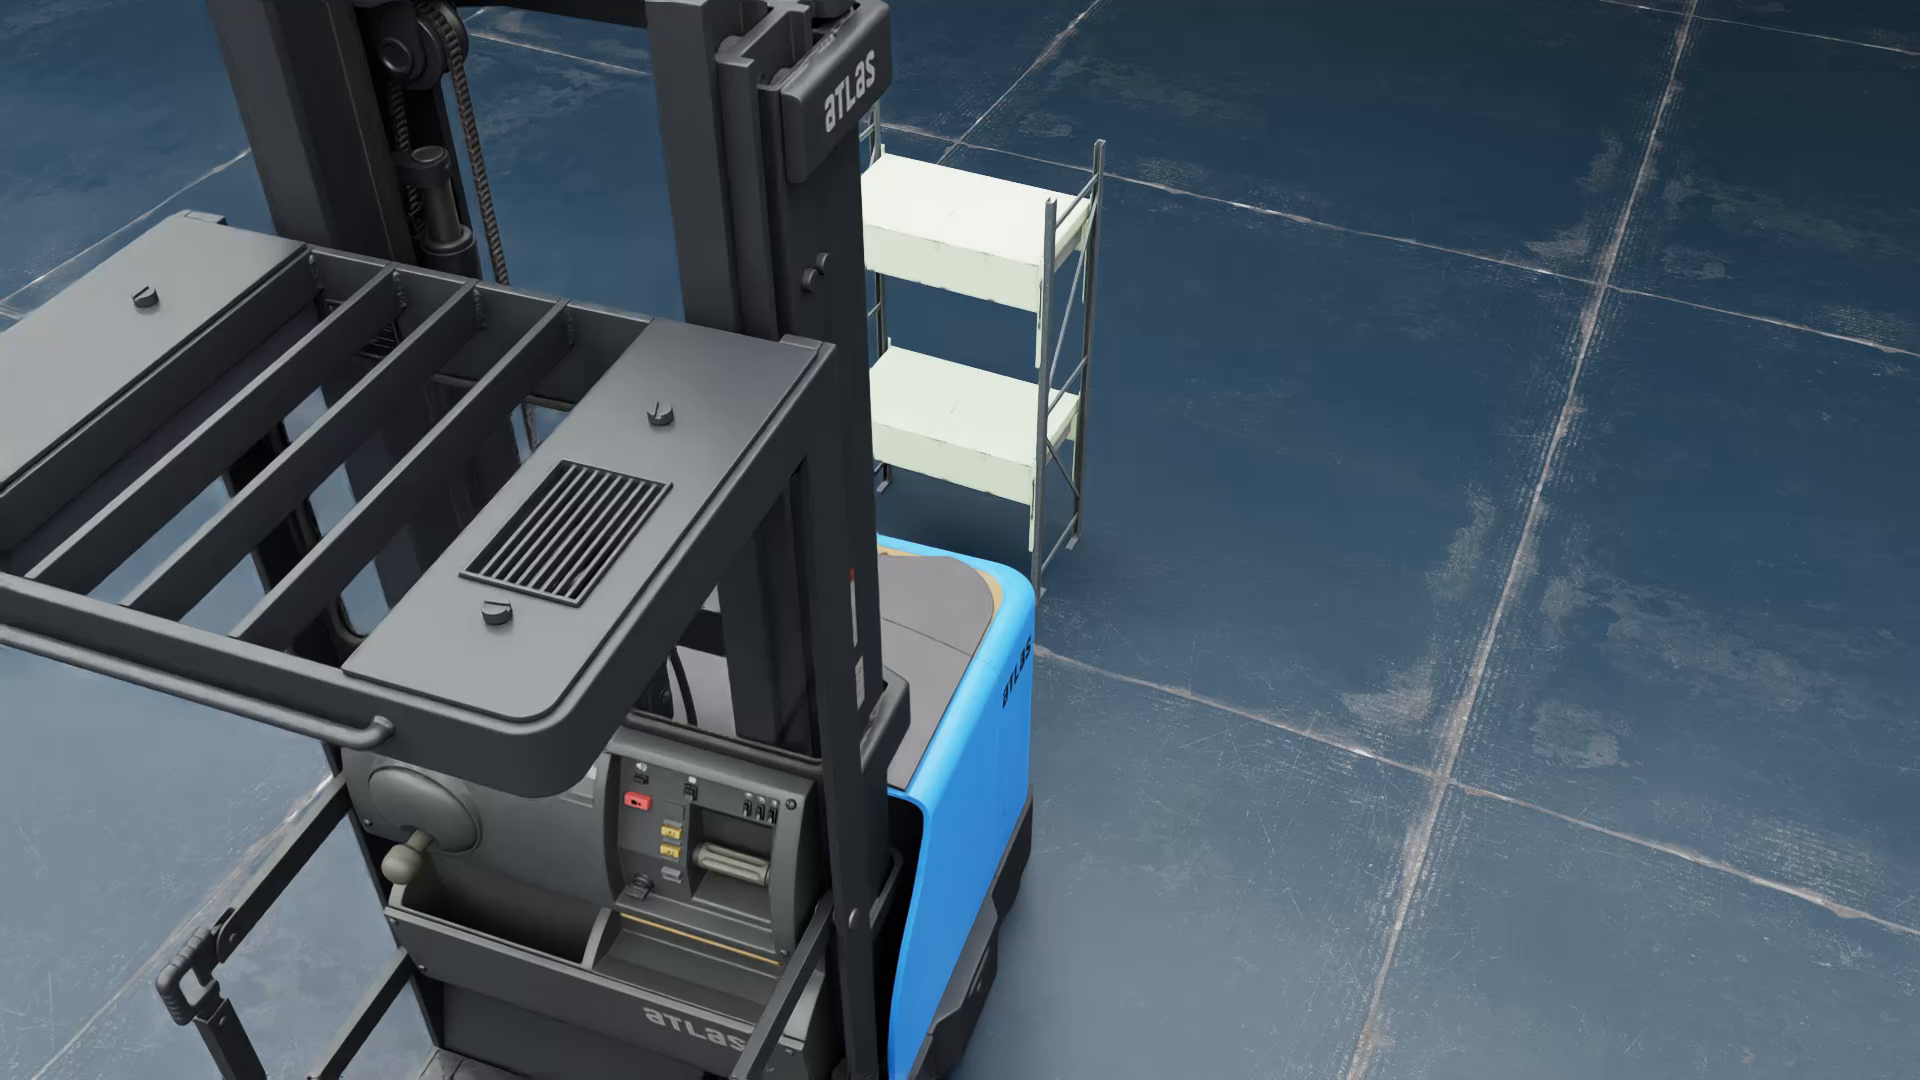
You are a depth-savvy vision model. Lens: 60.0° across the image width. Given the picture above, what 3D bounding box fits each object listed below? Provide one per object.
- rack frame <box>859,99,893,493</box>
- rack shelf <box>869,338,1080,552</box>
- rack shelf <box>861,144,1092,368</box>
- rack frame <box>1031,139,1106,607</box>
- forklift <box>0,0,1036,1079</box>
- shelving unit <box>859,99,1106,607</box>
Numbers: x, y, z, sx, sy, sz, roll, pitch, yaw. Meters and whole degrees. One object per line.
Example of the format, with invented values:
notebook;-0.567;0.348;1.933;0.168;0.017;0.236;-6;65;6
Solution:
rack frame;-0.338;-0.670;5.378;0.023;1.500;0.400;17;44;19
rack shelf;-0.006;-0.322;5.474;0.720;0.370;0.431;17;44;19
rack shelf;-0.006;-0.863;5.005;0.720;0.370;0.431;17;44;19
rack frame;0.326;-0.467;5.144;0.023;1.500;0.400;17;44;19
forklift;-0.780;0.578;2.845;1.130;2.935;3.031;13;43;15
shelving unit;-0.006;-0.569;5.261;0.755;1.500;0.431;17;44;19
